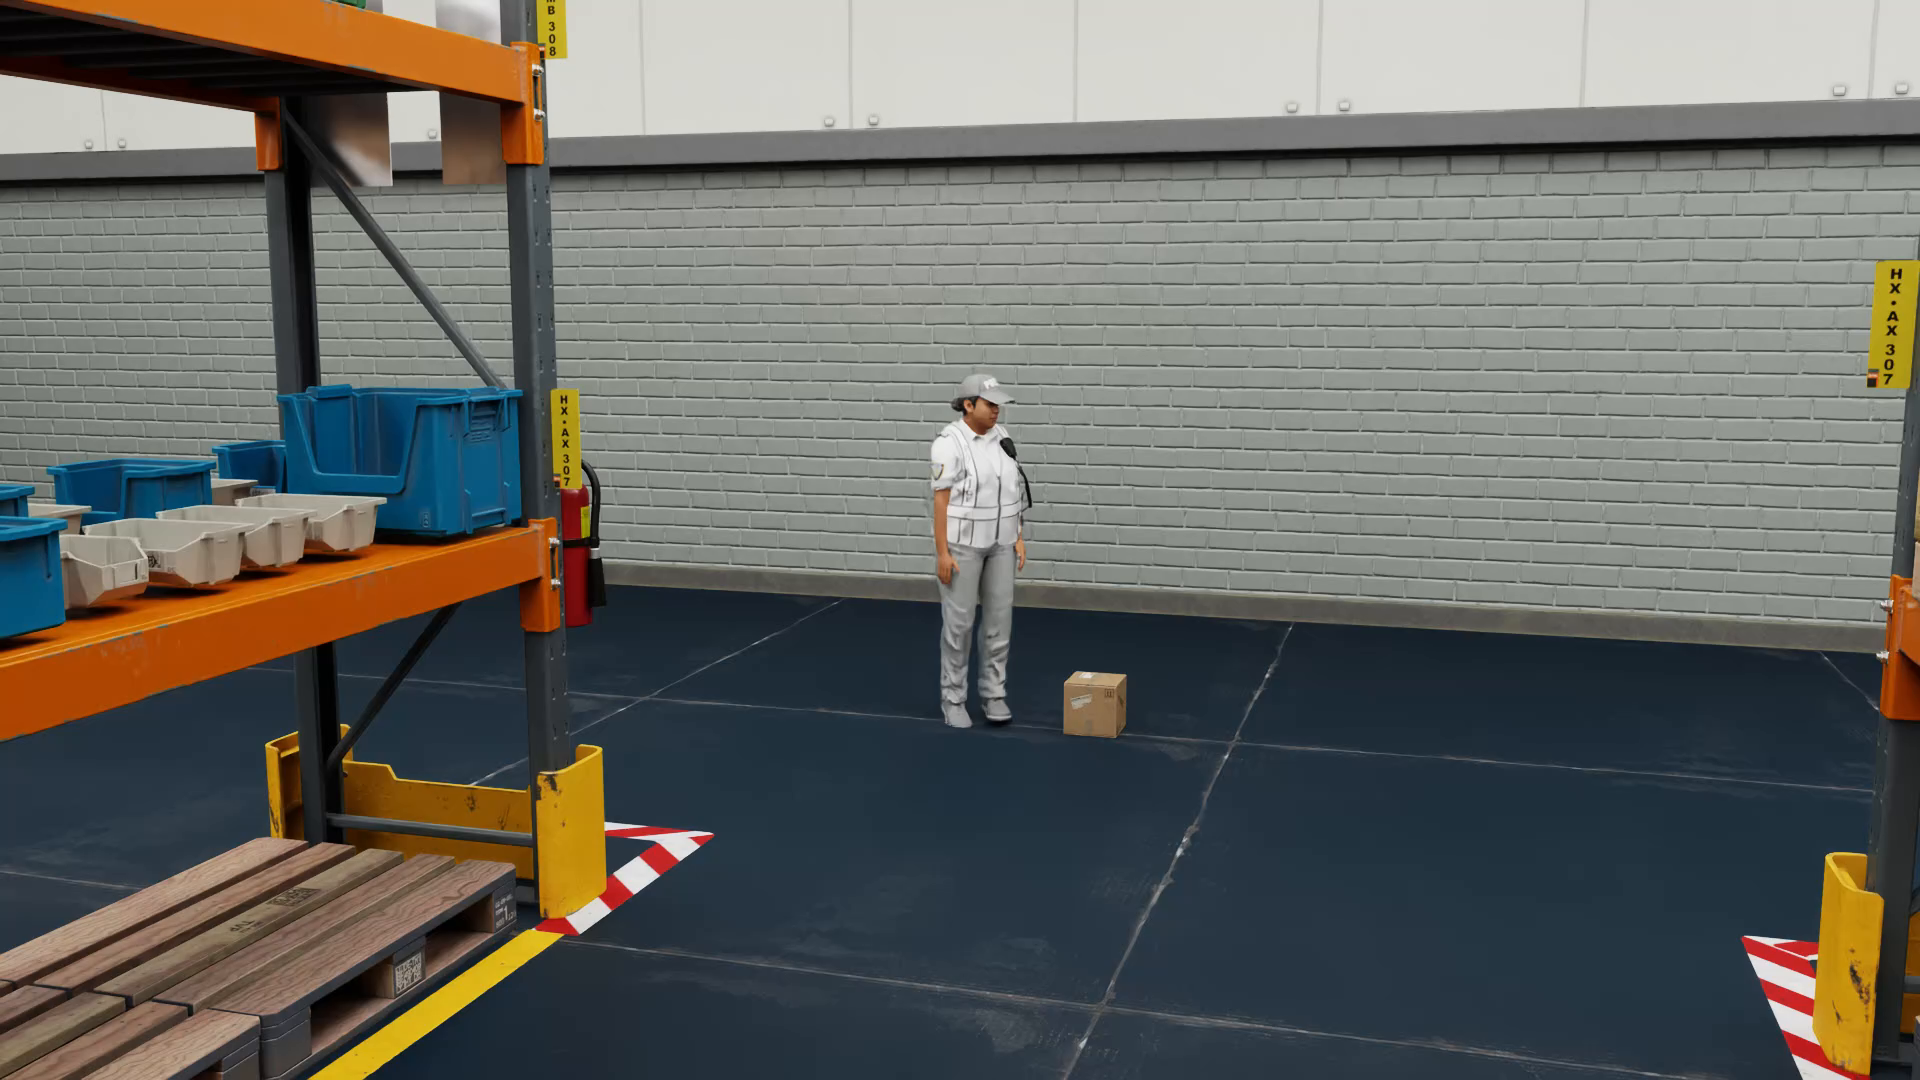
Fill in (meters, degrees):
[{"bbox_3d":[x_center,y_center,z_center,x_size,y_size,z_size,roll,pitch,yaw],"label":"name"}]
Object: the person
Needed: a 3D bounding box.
[{"bbox_3d":[0.084,0.057,7.980,0.491,1.715,0.427,-6,10,-33],"label":"person"}]
